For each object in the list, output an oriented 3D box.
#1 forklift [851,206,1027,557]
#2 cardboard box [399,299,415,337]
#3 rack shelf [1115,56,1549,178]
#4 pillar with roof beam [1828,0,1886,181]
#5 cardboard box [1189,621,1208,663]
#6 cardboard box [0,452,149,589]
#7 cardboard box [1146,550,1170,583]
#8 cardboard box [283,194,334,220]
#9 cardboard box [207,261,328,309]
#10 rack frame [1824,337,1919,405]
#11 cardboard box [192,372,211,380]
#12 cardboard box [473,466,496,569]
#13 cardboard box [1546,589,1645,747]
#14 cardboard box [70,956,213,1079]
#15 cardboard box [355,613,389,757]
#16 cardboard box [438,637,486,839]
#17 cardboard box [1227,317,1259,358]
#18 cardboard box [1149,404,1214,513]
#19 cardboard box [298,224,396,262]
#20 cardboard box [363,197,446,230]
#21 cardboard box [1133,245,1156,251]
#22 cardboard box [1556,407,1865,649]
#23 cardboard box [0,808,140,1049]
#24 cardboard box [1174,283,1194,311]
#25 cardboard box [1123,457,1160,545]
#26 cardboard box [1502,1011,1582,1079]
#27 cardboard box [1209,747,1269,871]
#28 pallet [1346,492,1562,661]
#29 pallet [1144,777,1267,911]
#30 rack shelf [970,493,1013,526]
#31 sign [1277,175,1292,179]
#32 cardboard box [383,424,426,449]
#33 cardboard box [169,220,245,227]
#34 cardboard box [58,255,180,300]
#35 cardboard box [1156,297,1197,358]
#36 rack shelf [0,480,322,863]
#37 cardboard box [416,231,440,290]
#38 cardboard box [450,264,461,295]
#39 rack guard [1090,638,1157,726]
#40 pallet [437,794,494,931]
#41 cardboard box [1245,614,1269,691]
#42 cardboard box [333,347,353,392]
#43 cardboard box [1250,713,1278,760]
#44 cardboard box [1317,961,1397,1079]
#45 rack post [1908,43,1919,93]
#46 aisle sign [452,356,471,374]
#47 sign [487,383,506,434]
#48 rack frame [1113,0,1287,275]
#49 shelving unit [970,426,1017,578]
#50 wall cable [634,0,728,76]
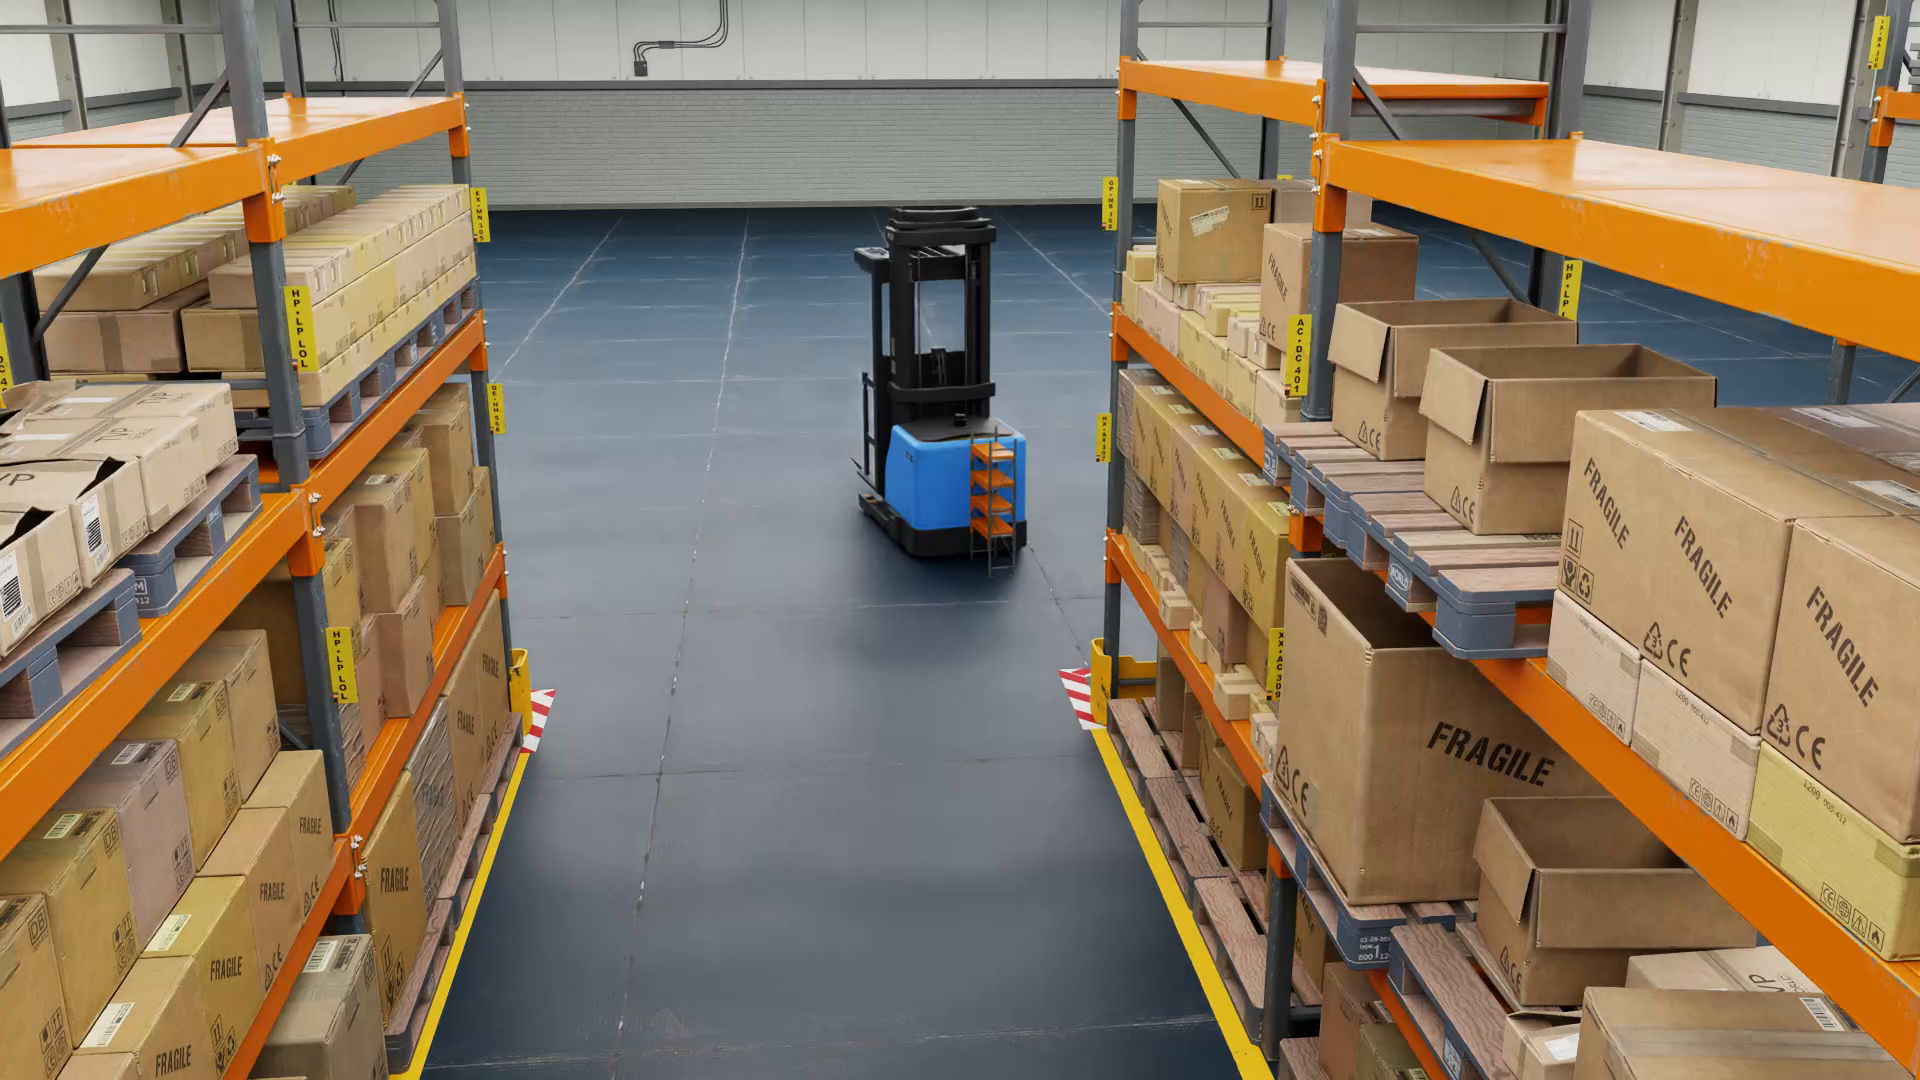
[{"bbox_3d":[-0.341,-1.653,15.549,1.130,2.935,3.031,-5,18,-17],"label":"forklift"},{"bbox_3d":[-2.906,-1.087,8.177,0.380,0.149,0.250,-2,17,-5],"label":"cardboard box"},{"bbox_3d":[1.688,-2.192,8.344,1.077,0.370,4.000,-2,18,-6],"label":"rack shelf"},{"bbox_3d":[11.056,-8.640,27.675,9.100,9.000,0.400,-2,18,-6],"label":"pillar with roof beam"},{"bbox_3d":[1.439,0.538,8.874,0.380,0.149,0.250,-2,18,-6],"label":"cardboard box"},{"bbox_3d":[-2.651,-0.077,4.688,0.500,0.311,0.500,-2,18,-8],"label":"cardboard box"},{"bbox_3d":[1.338,0.165,10.063,0.380,0.149,0.250,-2,18,-6],"label":"cardboard box"},{"bbox_3d":[-3.693,-1.827,9.202,0.380,0.149,0.250,-2,18,-6],"label":"cardboard box"},{"bbox_3d":[-2.749,-1.015,6.614,0.380,0.149,0.250,-2,18,-5],"label":"cardboard box"},{"bbox_3d":[6.408,-0.424,11.519,1.000,3.000,0.127,-2,18,-6],"label":"rack frame"},{"bbox_3d":[-3.460,-0.766,7.153,0.380,0.149,0.250,-2,17,-5],"label":"cardboard box"},{"bbox_3d":[-3.379,-0.110,10.270,0.875,0.550,0.550,-2,18,-6],"label":"cardboard box"},{"bbox_3d":[1.900,0.322,4.387,0.500,0.250,0.500,-1,17,-4],"label":"cardboard box"},{"bbox_3d":[-2.571,1.596,4.919,0.500,0.500,0.500,-2,18,-6],"label":"cardboard box"},{"bbox_3d":[-3.179,0.700,7.690,0.875,0.550,0.550,-2,18,-6],"label":"cardboard box"},{"bbox_3d":[-3.234,1.128,9.423,0.875,0.875,0.875,-2,18,-7],"label":"cardboard box"},{"bbox_3d":[1.470,-0.953,7.781,0.380,0.149,0.250,-2,18,-7],"label":"cardboard box"},{"bbox_3d":[1.364,-0.467,9.324,0.500,0.500,0.500,-2,18,-6],"label":"cardboard box"},{"bbox_3d":[-2.882,-1.394,7.821,0.380,0.149,0.250,-2,18,-6],"label":"cardboard box"},{"bbox_3d":[-3.011,-1.770,9.019,0.380,0.149,0.250,-1,17,-5],"label":"cardboard box"},{"bbox_3d":[1.280,-1.731,10.261,0.380,0.149,0.250,-2,18,-6],"label":"cardboard box"},{"bbox_3d":[1.909,-0.040,4.286,0.500,0.500,0.500,-1,17,-5],"label":"cardboard box"},{"bbox_3d":[-2.836,1.121,4.762,0.700,0.500,0.500,-2,18,-6],"label":"cardboard box"},{"bbox_3d":[1.380,-1.343,9.024,0.380,0.149,0.250,-3,18,-8],"label":"cardboard box"},{"bbox_3d":[1.511,-0.296,10.448,0.875,0.500,0.500,-2,18,-6],"label":"cardboard box"},{"bbox_3d":[1.866,1.488,4.953,0.396,0.266,0.258,-2,18,-7],"label":"cardboard box"},{"bbox_3d":[1.684,1.440,9.055,0.500,0.500,0.500,-3,18,-11],"label":"cardboard box"},{"bbox_3d":[1.962,0.075,5.235,1.213,0.211,1.003,-2,18,-6],"label":"pallet"},{"bbox_3d":[1.660,1.688,9.448,1.003,0.211,1.213,-2,18,-6],"label":"pallet"},{"bbox_3d":[0.282,-0.265,14.241,0.258,0.148,0.480,-5,18,-17],"label":"rack shelf"},{"bbox_3d":[2.035,-2.136,10.486,0.100,0.325,0.005,-2,18,-6],"label":"sign"},{"bbox_3d":[-3.392,-0.291,9.042,0.875,0.550,0.550,-2,18,-6],"label":"cardboard box"},{"bbox_3d":[-3.562,-1.447,7.992,0.380,0.149,0.250,-2,17,-5],"label":"cardboard box"},{"bbox_3d":[-3.431,-1.070,6.791,0.380,0.149,0.250,-2,18,-6],"label":"cardboard box"},{"bbox_3d":[1.380,-1.178,9.163,0.500,0.250,0.500,-2,18,-6],"label":"cardboard box"},{"bbox_3d":[-2.844,0.552,4.604,1.077,0.370,4.000,-2,18,-6],"label":"rack shelf"},{"bbox_3d":[-3.033,-1.461,8.702,0.500,0.250,0.500,-2,18,-6],"label":"cardboard box"},{"bbox_3d":[-3.039,-1.467,9.385,0.380,0.149,0.250,-2,17,-5],"label":"cardboard box"},{"bbox_3d":[1.489,0.944,11.334,1.175,0.500,0.348,-2,18,-6],"label":"rack guard"},{"bbox_3d":[-3.180,1.781,9.151,1.003,0.211,1.213,-2,18,-6],"label":"pallet"},{"bbox_3d":[1.892,0.445,8.088,0.875,0.500,0.500,-2,18,-6],"label":"cardboard box"},{"bbox_3d":[-2.778,-0.711,6.979,0.380,0.149,0.250,-2,18,-5],"label":"cardboard box"},{"bbox_3d":[1.563,0.911,7.687,0.380,0.149,0.250,-2,18,-6],"label":"cardboard box"},{"bbox_3d":[1.936,2.087,6.960,0.700,0.500,0.500,-3,18,-10],"label":"cardboard box"},{"bbox_3d":[6.359,-2.818,9.966,0.937,0.300,0.954,0,17,0],"label":"rack post"},{"bbox_3d":[-3.172,-1.418,10.347,0.394,0.787,0.004,-2,18,-6],"label":"aisle sign"},{"bbox_3d":[-2.922,-0.826,10.471,0.100,0.325,0.005,-2,18,-6],"label":"sign"},{"bbox_3d":[1.481,-3.133,10.133,1.000,3.000,0.127,-2,18,-6],"label":"rack frame"},{"bbox_3d":[0.282,-0.329,14.221,0.258,1.200,0.503,-5,18,-17],"label":"shelving unit"},{"bbox_3d":[-6.776,-14.205,39.722,2.305,6.003,0.169,-2,18,-6],"label":"wall cable"}]
